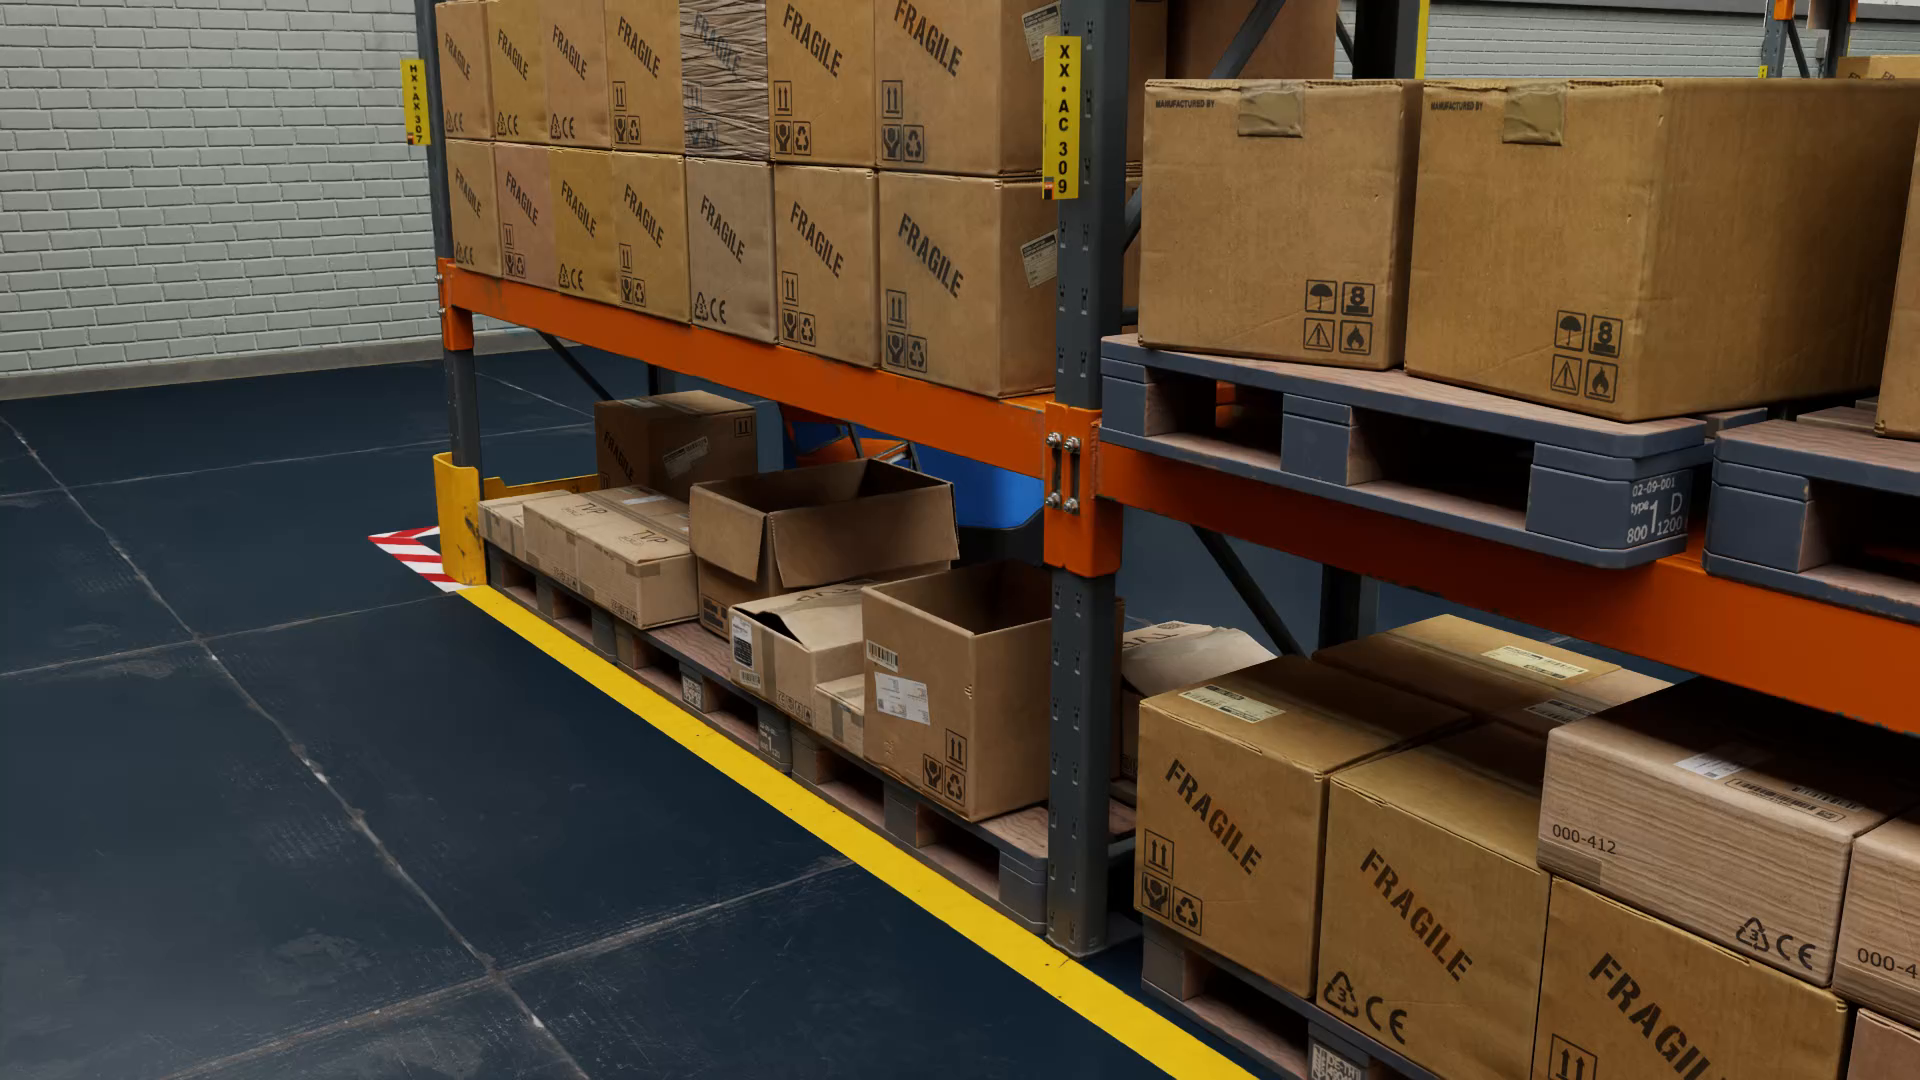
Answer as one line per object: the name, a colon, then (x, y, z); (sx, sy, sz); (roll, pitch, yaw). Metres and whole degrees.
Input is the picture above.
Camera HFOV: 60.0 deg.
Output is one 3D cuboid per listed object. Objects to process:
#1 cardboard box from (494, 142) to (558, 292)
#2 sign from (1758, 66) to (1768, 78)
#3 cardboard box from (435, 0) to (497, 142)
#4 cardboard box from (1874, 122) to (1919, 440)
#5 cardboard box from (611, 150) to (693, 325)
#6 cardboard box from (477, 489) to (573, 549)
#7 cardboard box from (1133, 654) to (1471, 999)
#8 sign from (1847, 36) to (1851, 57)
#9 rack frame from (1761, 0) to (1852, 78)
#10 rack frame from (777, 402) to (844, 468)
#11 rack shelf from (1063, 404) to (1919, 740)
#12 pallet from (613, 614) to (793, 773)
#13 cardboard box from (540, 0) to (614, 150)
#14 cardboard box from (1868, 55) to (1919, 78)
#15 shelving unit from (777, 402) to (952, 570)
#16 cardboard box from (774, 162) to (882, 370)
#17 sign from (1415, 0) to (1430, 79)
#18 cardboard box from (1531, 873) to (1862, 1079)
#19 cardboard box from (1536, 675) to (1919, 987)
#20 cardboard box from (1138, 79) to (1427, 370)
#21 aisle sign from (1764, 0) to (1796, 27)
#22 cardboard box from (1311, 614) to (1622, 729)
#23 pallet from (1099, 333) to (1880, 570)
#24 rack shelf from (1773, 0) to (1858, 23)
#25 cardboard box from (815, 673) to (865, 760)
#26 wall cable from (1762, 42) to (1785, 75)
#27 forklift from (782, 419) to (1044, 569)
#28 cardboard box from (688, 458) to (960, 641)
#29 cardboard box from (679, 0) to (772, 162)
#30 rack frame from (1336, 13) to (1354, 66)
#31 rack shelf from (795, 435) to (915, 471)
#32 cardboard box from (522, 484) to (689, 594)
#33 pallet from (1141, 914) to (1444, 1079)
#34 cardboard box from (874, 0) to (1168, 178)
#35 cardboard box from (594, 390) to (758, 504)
cardboard box: (-1.350, -1.196, 6.074); (0.500, 0.500, 0.500); (-11, 19, -35)
sign: (5.858, -3.300, 12.163); (0.100, 0.325, 0.005); (-11, 19, -35)
cardboard box: (-1.657, -1.788, 6.342); (0.500, 0.500, 0.500); (-10, 18, -33)
cardboard box: (1.736, -0.422, 2.450); (0.500, 0.500, 0.700); (12, 19, 38)
cardboard box: (-0.764, -0.981, 5.290); (0.500, 0.500, 0.500); (-11, 19, -34)
cardboard box: (-1.737, -0.087, 6.779); (0.380, 0.149, 0.250); (-11, 19, -35)
cardboard box: (0.734, 0.596, 3.618); (0.500, 0.500, 0.500); (-12, 19, -37)
sign: (6.757, -3.684, 12.710); (0.100, 0.325, 0.005); (-11, 19, -35)
rack frame: (6.310, -2.930, 12.598); (1.000, 3.000, 0.127); (-11, 19, -35)
rack frame: (-0.554, -0.371, 6.610); (0.240, 1.200, 0.015); (-27, 20, -30)
rack shelf: (1.823, 0.235, 2.396); (1.077, 0.370, 4.000); (-11, 19, -35)
pallet: (-0.477, 0.399, 5.719); (1.003, 0.211, 1.213); (-11, 19, -35)
cardboard box: (-1.054, -1.569, 5.545); (0.500, 0.500, 0.500); (-11, 19, -34)
cardboard box: (6.668, -3.111, 11.561); (0.500, 0.500, 0.500); (-11, 19, -36)
shelving unit: (-0.413, -0.348, 6.412); (0.258, 1.200, 0.503); (-27, 20, -30)
cardboard box: (-0.159, -0.764, 4.494); (0.500, 0.500, 0.500); (-10, 18, -33)
sign: (1.094, -1.184, 4.026); (0.100, 0.325, 0.005); (-11, 19, -35)
cardboard box: (1.345, 0.816, 2.814); (0.500, 0.500, 0.500); (-11, 19, -34)
cardboard box: (1.322, 0.448, 2.739); (0.500, 0.250, 0.500); (-11, 19, -34)
cardboard box: (0.745, -0.653, 3.297); (0.500, 0.500, 0.700); (10, 18, 33)
aisle sign: (6.025, -4.152, 12.140); (0.394, 0.787, 0.004); (-11, 19, -35)
cardboard box: (1.169, 0.516, 3.911); (0.500, 0.500, 0.500); (-11, 19, -35)
pallet: (1.029, -0.258, 3.202); (1.003, 0.211, 1.213); (-11, 19, -35)
rack shelf: (7.486, -3.602, 10.736); (1.077, 0.370, 4.000); (-11, 19, -35)
cardboard box: (-0.186, 0.476, 4.722); (0.380, 0.149, 0.250); (-11, 19, -35)
wall cable: (10.992, -6.173, 22.465); (0.585, 1.953, 0.123); (-11, 19, -35)
forklift: (0.189, -1.571, 7.763); (1.130, 2.935, 3.031); (5, 16, 17)
cardboard box: (-0.462, 0.053, 5.596); (0.797, 0.503, 0.637); (-11, 19, -35)
cardboard box: (-0.459, -1.353, 4.756); (0.500, 0.500, 0.500); (-11, 19, -34)
rack frame: (2.304, -2.161, 9.789); (1.000, 3.000, 0.127); (-11, 19, -35)
rack shelf: (-0.395, -0.287, 6.432); (0.258, 0.148, 0.480); (-27, 20, -30)
cardboard box: (-1.321, -0.012, 6.312); (0.500, 0.250, 0.500); (-11, 19, -35)
pallet: (1.156, 0.974, 3.617); (1.003, 0.211, 1.213); (-11, 19, -35)
cardboard box: (0.140, -1.137, 3.964); (0.500, 0.500, 0.500); (-11, 19, -34)
cardboard box: (-1.186, -0.321, 6.970); (0.500, 0.500, 0.500); (-11, 19, -35)
